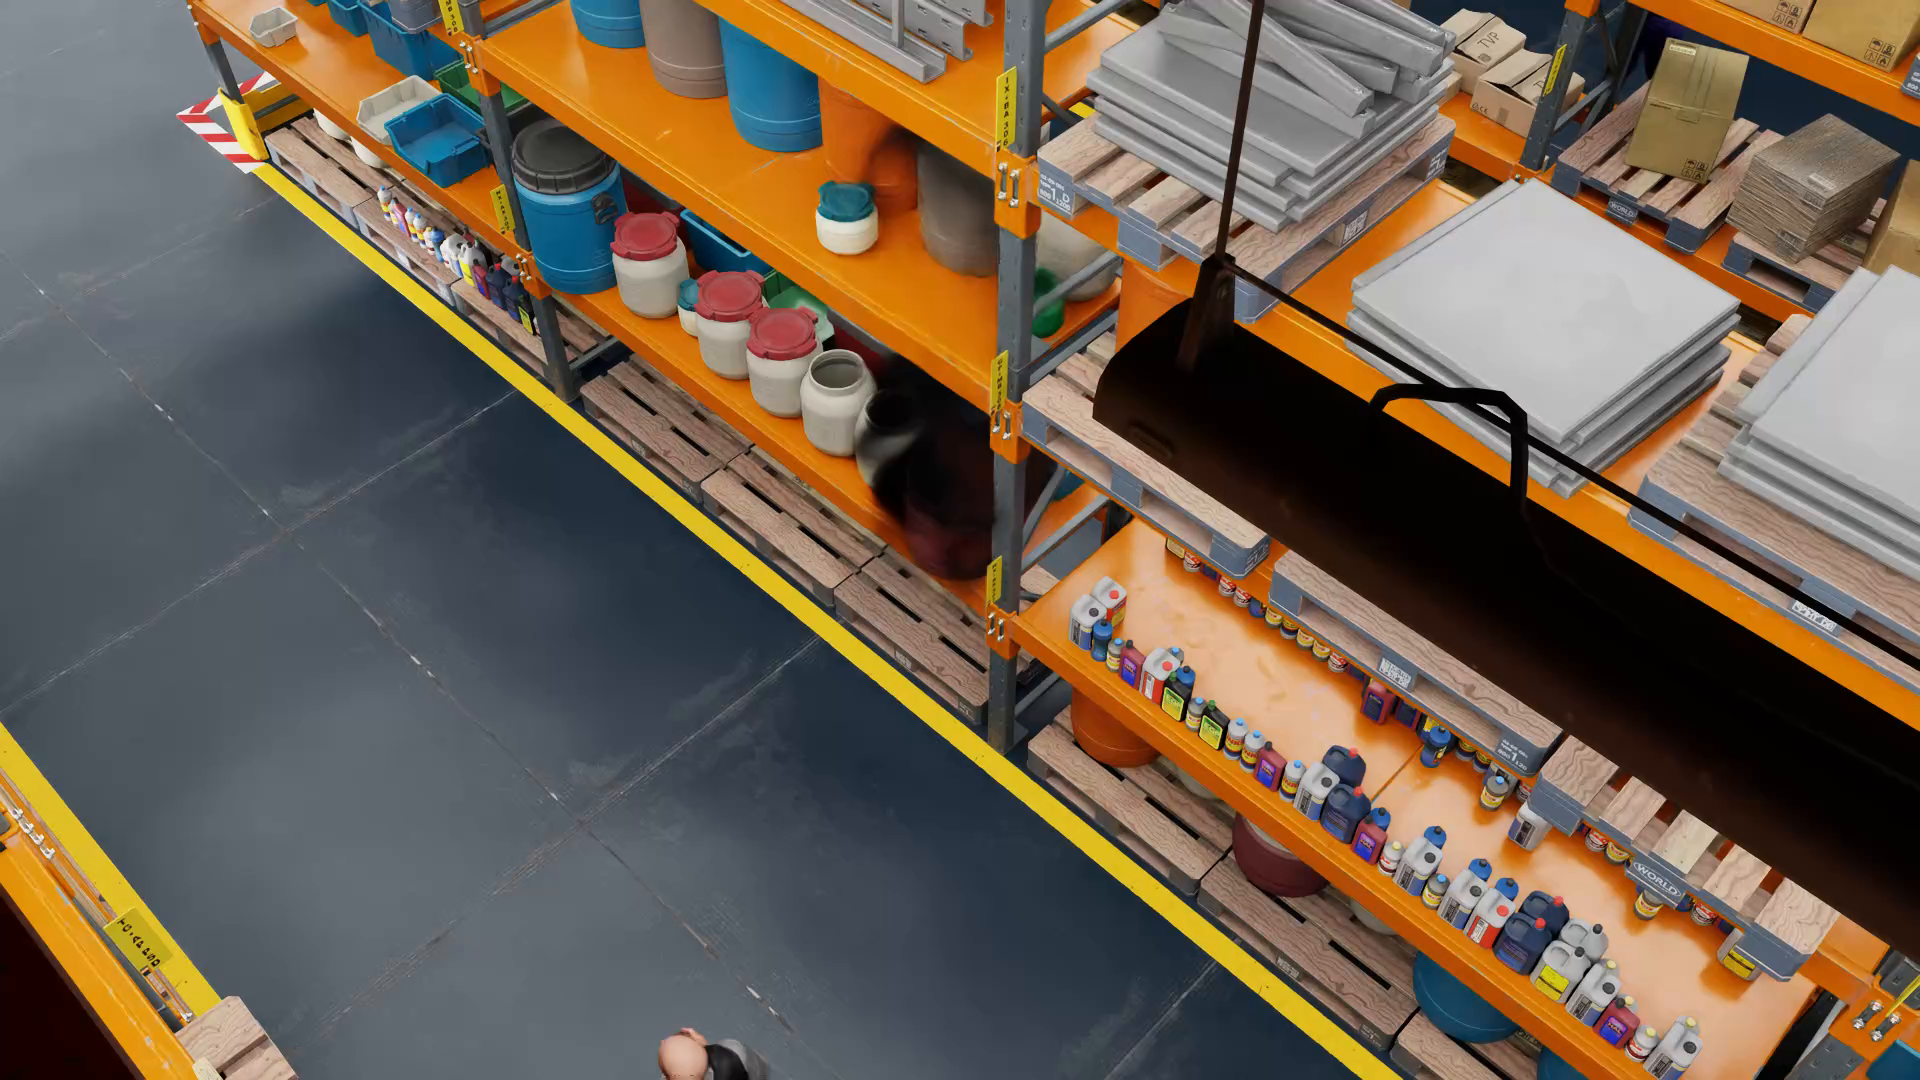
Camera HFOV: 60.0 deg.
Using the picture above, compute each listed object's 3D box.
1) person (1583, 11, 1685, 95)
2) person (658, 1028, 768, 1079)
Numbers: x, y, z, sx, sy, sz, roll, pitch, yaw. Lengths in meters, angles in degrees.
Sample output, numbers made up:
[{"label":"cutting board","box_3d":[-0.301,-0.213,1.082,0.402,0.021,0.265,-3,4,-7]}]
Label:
[{"label":"person","box_3d":[5.315,-3.870,12.537,0.908,1.671,0.591,23,54,18]},{"label":"person","box_3d":[-1.000,2.492,6.824,0.804,1.723,0.650,34,58,25]}]
